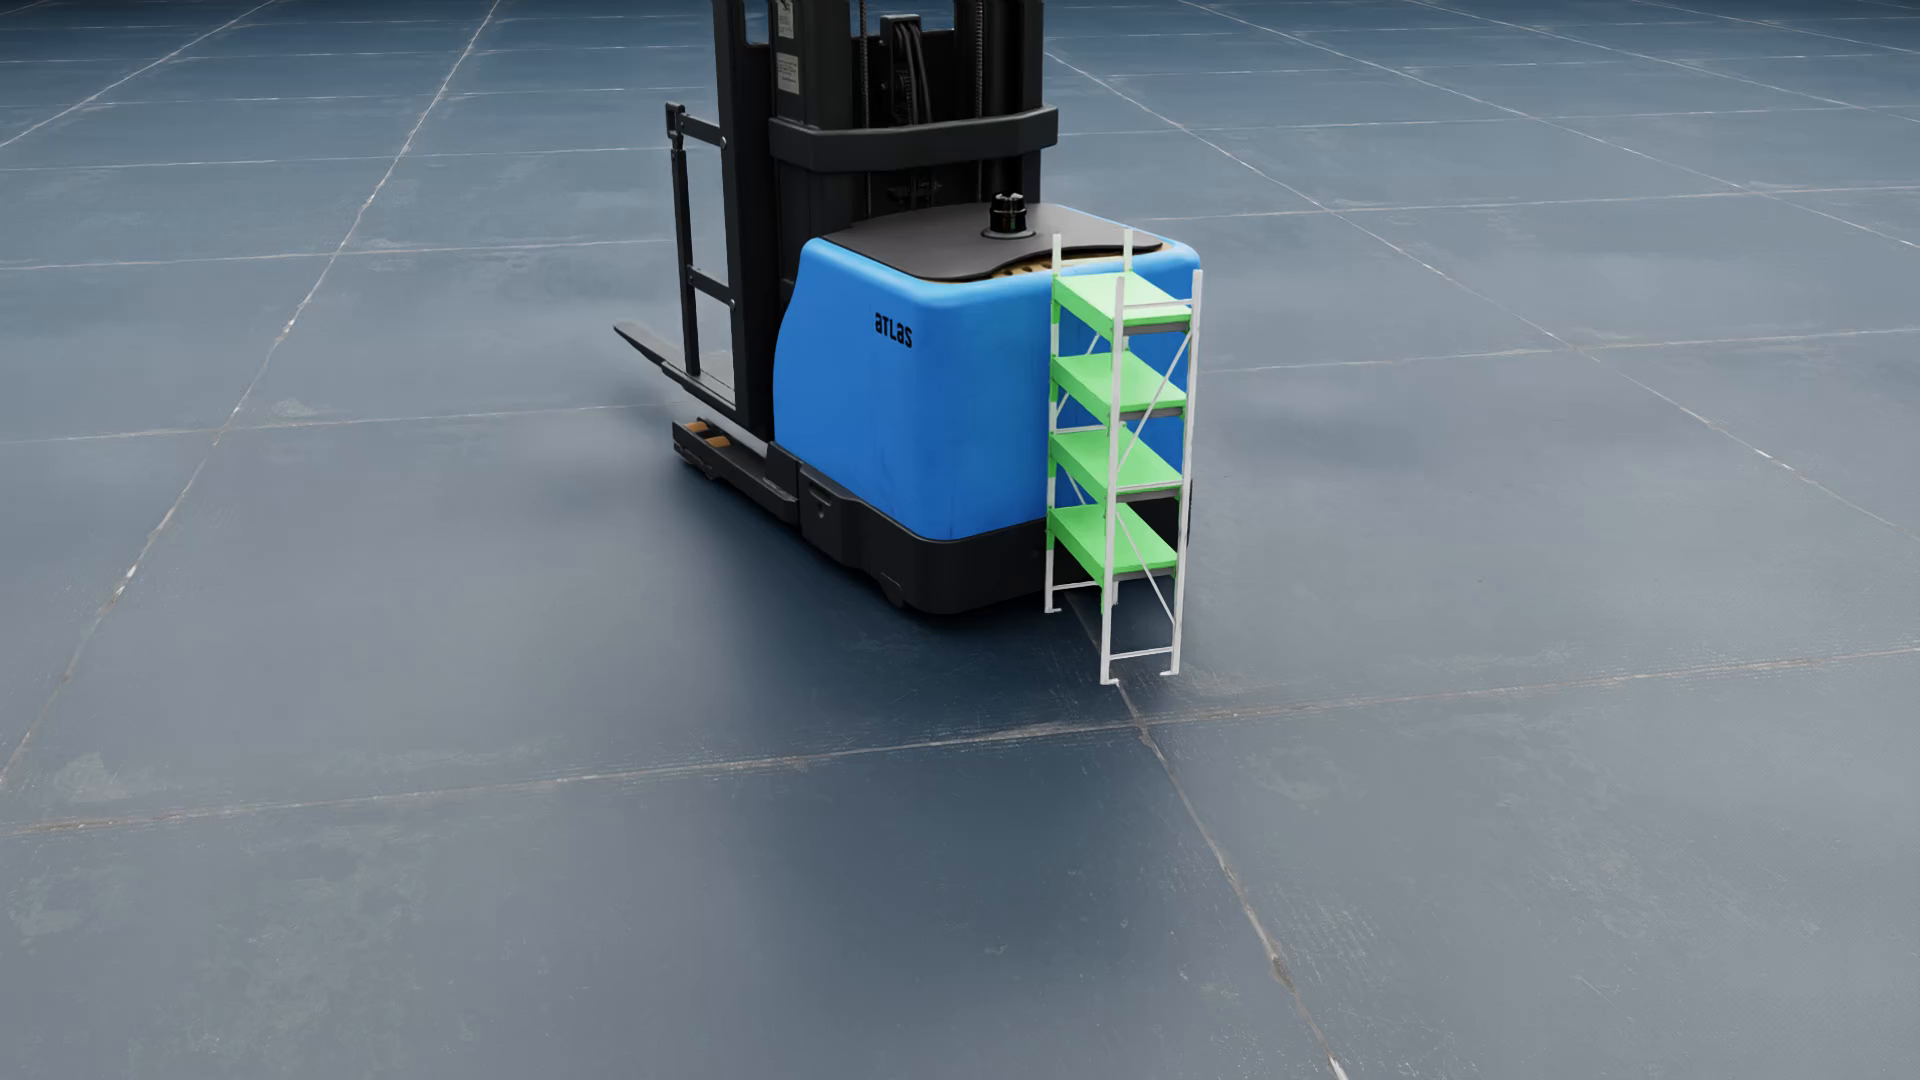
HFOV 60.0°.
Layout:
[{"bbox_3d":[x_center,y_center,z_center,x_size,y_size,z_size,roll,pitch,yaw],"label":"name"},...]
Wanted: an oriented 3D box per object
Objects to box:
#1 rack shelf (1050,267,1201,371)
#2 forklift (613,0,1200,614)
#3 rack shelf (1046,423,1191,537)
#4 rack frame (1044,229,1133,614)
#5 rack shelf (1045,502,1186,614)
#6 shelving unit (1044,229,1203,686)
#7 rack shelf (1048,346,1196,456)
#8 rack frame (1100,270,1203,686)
[{"bbox_3d":[0.452,-0.622,4.635,0.258,0.148,0.480,-7,25,-15],"label":"rack shelf"},{"bbox_3d":[-0.449,-1.658,5.885,1.130,2.935,3.031,-14,27,-29],"label":"forklift"},{"bbox_3d":[0.452,-0.182,4.827,0.258,0.148,0.480,-7,25,-15],"label":"rack shelf"},{"bbox_3d":[0.382,-0.334,5.016,0.240,1.200,0.015,-7,25,-15],"label":"rack frame"},{"bbox_3d":[0.452,0.038,4.923,0.258,0.148,0.480,-7,25,-15],"label":"rack shelf"},{"bbox_3d":[0.452,-0.241,4.802,0.258,1.200,0.503,-7,25,-15],"label":"shelving unit"},{"bbox_3d":[0.452,-0.402,4.731,0.258,0.148,0.480,-7,25,-15],"label":"rack shelf"},{"bbox_3d":[0.522,-0.147,4.588,0.240,1.200,0.015,-7,25,-15],"label":"rack frame"}]
